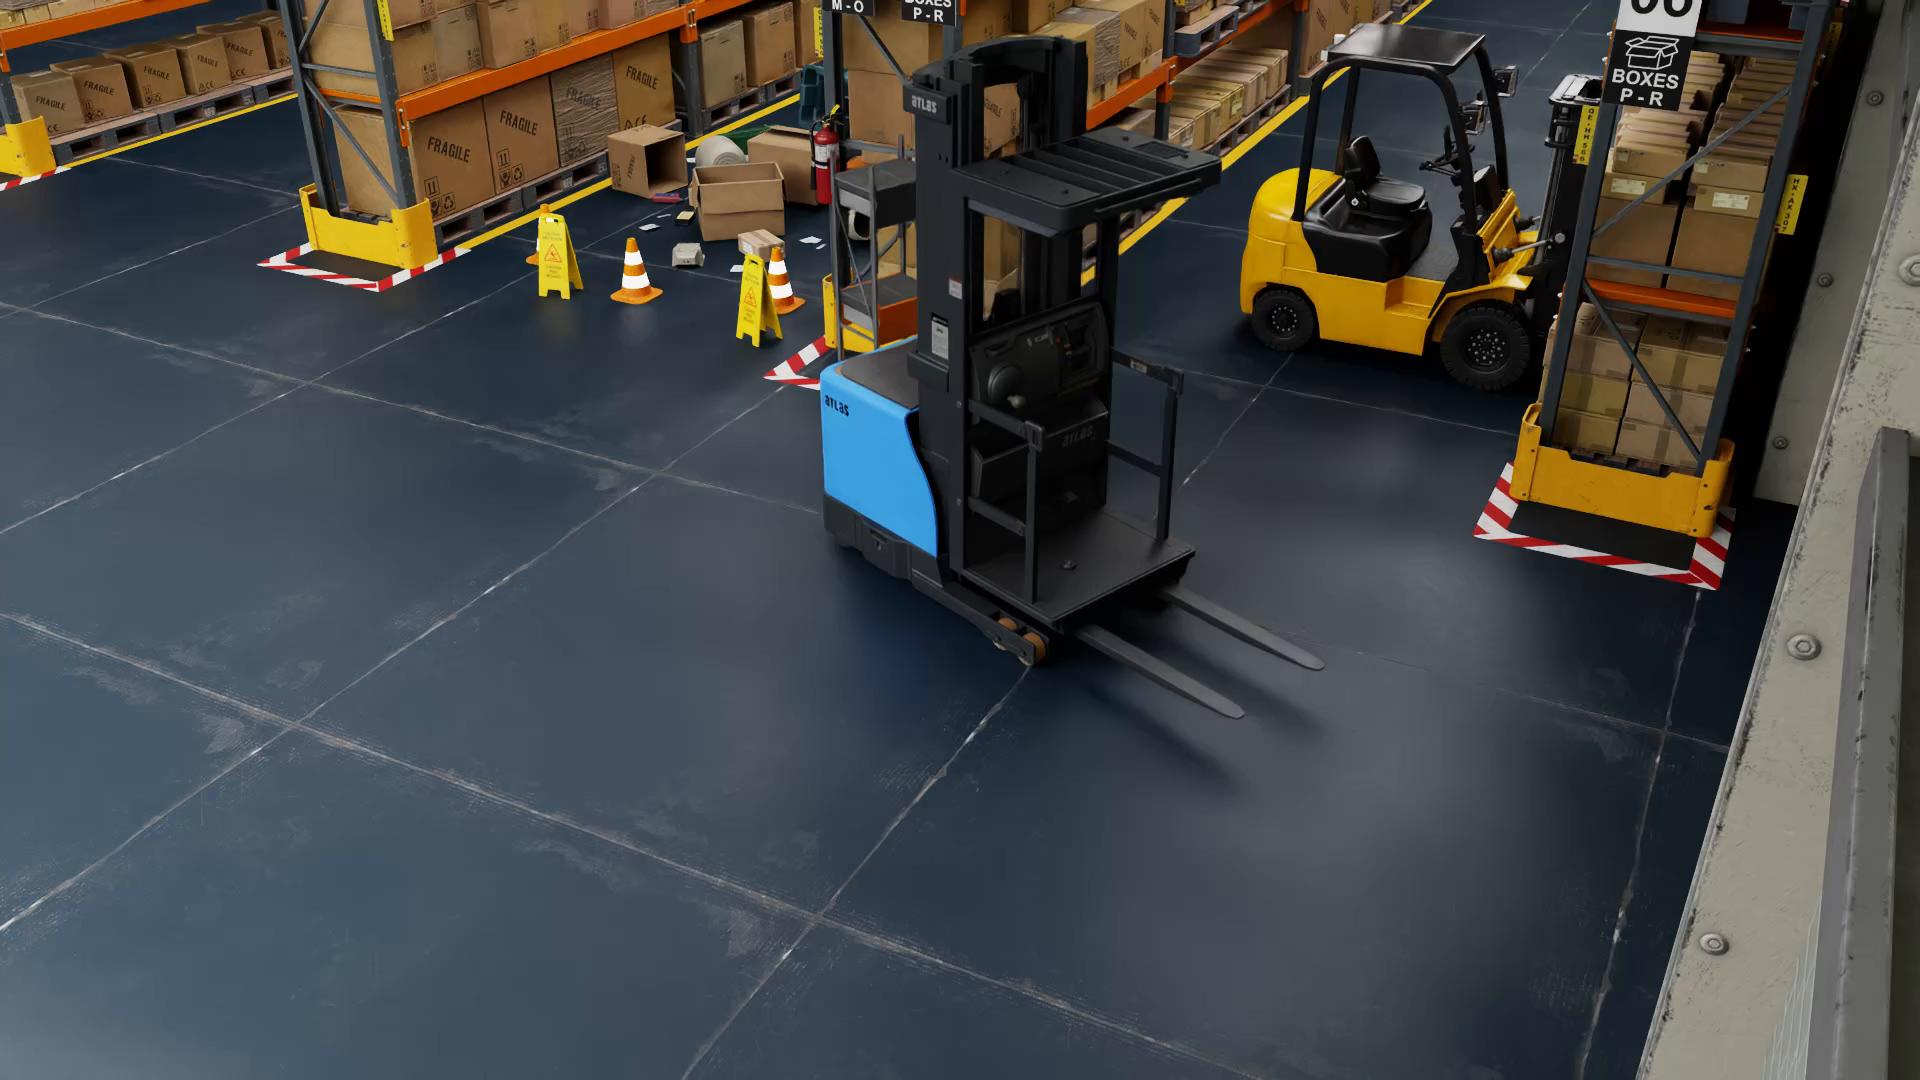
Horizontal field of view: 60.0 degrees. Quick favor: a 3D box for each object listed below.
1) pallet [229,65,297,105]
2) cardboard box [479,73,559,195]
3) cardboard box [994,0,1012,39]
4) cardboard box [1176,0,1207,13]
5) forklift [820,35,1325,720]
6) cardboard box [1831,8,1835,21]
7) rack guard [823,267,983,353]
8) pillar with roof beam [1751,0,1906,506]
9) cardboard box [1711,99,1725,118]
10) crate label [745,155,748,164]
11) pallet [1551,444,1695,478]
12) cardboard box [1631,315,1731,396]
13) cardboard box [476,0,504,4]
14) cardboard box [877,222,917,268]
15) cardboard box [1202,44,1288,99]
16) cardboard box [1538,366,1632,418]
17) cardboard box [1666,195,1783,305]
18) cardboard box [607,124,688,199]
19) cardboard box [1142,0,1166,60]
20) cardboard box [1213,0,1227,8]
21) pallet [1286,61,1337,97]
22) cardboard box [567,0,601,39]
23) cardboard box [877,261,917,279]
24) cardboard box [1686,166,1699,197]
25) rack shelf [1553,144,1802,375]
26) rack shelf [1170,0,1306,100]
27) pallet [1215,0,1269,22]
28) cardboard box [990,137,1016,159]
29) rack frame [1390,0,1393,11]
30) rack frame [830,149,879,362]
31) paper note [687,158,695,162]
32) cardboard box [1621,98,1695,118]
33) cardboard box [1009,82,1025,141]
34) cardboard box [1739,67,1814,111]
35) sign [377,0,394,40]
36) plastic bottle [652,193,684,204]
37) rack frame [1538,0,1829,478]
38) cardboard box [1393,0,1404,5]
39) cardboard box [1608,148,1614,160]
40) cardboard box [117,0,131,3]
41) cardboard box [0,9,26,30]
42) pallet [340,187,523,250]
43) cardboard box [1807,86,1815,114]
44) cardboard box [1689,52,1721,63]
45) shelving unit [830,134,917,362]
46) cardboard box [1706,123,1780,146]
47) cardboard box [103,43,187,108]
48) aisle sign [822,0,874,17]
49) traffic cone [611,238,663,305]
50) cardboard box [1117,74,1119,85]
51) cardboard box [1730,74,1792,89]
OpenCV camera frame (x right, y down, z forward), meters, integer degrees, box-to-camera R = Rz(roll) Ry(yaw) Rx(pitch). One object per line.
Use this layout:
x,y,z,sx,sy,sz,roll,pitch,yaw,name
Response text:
-7.725,-5.151,18.508,1.003,0.211,1.213,14,33,23,pallet
-4.255,-3.690,14.875,0.875,0.875,0.875,14,33,23,cardboard box
-0.035,-3.999,12.298,0.700,0.500,0.500,14,33,23,cardboard box
1.840,-4.915,14.477,0.500,0.500,0.500,15,33,24,cardboard box
0.553,-0.908,8.388,1.130,2.935,3.031,-24,37,-35,forklift
7.194,-4.508,14.237,0.500,0.250,0.500,14,33,23,cardboard box
-0.417,-1.595,12.025,1.175,0.500,0.348,14,33,23,rack guard
1.256,-5.203,9.774,9.100,9.000,0.400,14,33,23,pillar with roof beam
4.905,-2.740,11.409,0.500,0.500,0.500,14,33,23,cardboard box
-1.960,-3.595,15.873,0.298,0.136,0.250,-7,31,-11,crate label
4.280,-0.660,10.687,1.003,0.211,1.213,14,33,23,pallet
4.357,-1.114,10.013,0.500,0.250,0.500,14,33,23,cardboard box
-4.156,-4.894,14.026,0.875,0.550,0.550,14,33,23,cardboard box
-0.318,-2.374,12.458,0.500,0.500,0.500,15,33,24,cardboard box
2.927,-4.986,17.637,0.950,0.372,0.625,12,32,20,cardboard box
3.913,-1.014,10.341,0.500,0.250,0.500,14,33,23,cardboard box
4.442,-1.720,9.633,0.500,0.500,0.500,15,33,25,cardboard box
-2.875,-3.492,15.327,0.500,0.500,0.500,21,36,32,cardboard box
1.390,-4.337,13.891,0.500,0.500,0.500,13,32,22,cardboard box
2.241,-5.021,15.312,0.380,0.149,0.250,15,33,24,cardboard box
3.619,-5.315,18.793,1.003,0.211,1.213,14,33,23,pallet
-3.820,-4.933,15.178,0.875,0.550,0.550,14,33,23,cardboard box
-0.312,-2.065,12.673,0.500,0.250,0.500,14,33,23,cardboard box
4.411,-2.061,9.574,0.380,0.149,0.250,14,33,23,cardboard box
4.880,-2.095,11.109,1.077,0.370,4.000,14,33,23,rack shelf
2.282,-4.993,16.155,1.077,0.370,4.000,14,33,23,rack shelf
2.328,-5.221,16.023,1.003,0.211,1.213,14,33,23,pallet
0.183,-2.854,11.960,0.380,0.149,0.250,13,32,22,cardboard box
5.015,-7.965,20.607,1.000,3.000,0.127,14,33,23,rack frame
-0.601,-1.210,9.748,0.015,2.100,0.400,-22,37,-33,rack frame
-2.582,-3.705,16.171,0.147,0.020,0.142,-7,31,-11,paper note
4.324,-2.653,10.308,0.380,0.149,0.250,15,33,24,cardboard box
0.245,-3.195,11.902,0.500,0.500,0.500,15,33,25,cardboard box
5.827,-3.077,11.995,0.500,0.500,0.500,14,33,23,cardboard box
-4.412,-4.004,12.762,0.100,0.325,0.005,14,33,23,sign
-2.635,-3.101,15.089,0.283,0.061,0.133,4,30,6,plastic bottle
3.969,-1.520,9.386,1.000,3.000,0.127,14,33,23,rack frame
5.397,-7.290,21.583,0.875,0.438,0.875,14,33,23,cardboard box
3.968,-2.182,9.787,0.380,0.149,0.250,15,33,24,cardboard box
-8.368,-5.412,16.414,0.380,0.149,0.250,14,33,23,cardboard box
-8.931,-4.856,15.447,0.380,0.149,0.250,14,33,23,cardboard box
-4.609,-2.886,14.564,1.003,0.211,1.213,14,33,23,pallet
6.261,-3.387,12.787,0.500,0.250,0.500,15,33,24,cardboard box
4.932,-3.210,11.277,0.380,0.149,0.250,14,33,23,cardboard box
-0.413,-1.287,9.883,0.503,2.100,0.431,-22,37,-33,shelving unit
4.569,-2.303,9.698,0.380,0.149,0.250,15,33,24,cardboard box
-8.430,-4.810,17.203,0.500,0.500,0.500,18,34,28,cardboard box
-0.738,-3.811,10.763,0.394,0.787,0.004,14,33,23,aisle sign
-2.547,-2.129,12.993,0.336,0.463,0.334,14,33,23,traffic cone
1.074,-3.780,13.573,0.380,0.149,0.250,14,33,23,cardboard box
5.160,-2.872,10.688,0.380,0.149,0.250,15,33,25,cardboard box
